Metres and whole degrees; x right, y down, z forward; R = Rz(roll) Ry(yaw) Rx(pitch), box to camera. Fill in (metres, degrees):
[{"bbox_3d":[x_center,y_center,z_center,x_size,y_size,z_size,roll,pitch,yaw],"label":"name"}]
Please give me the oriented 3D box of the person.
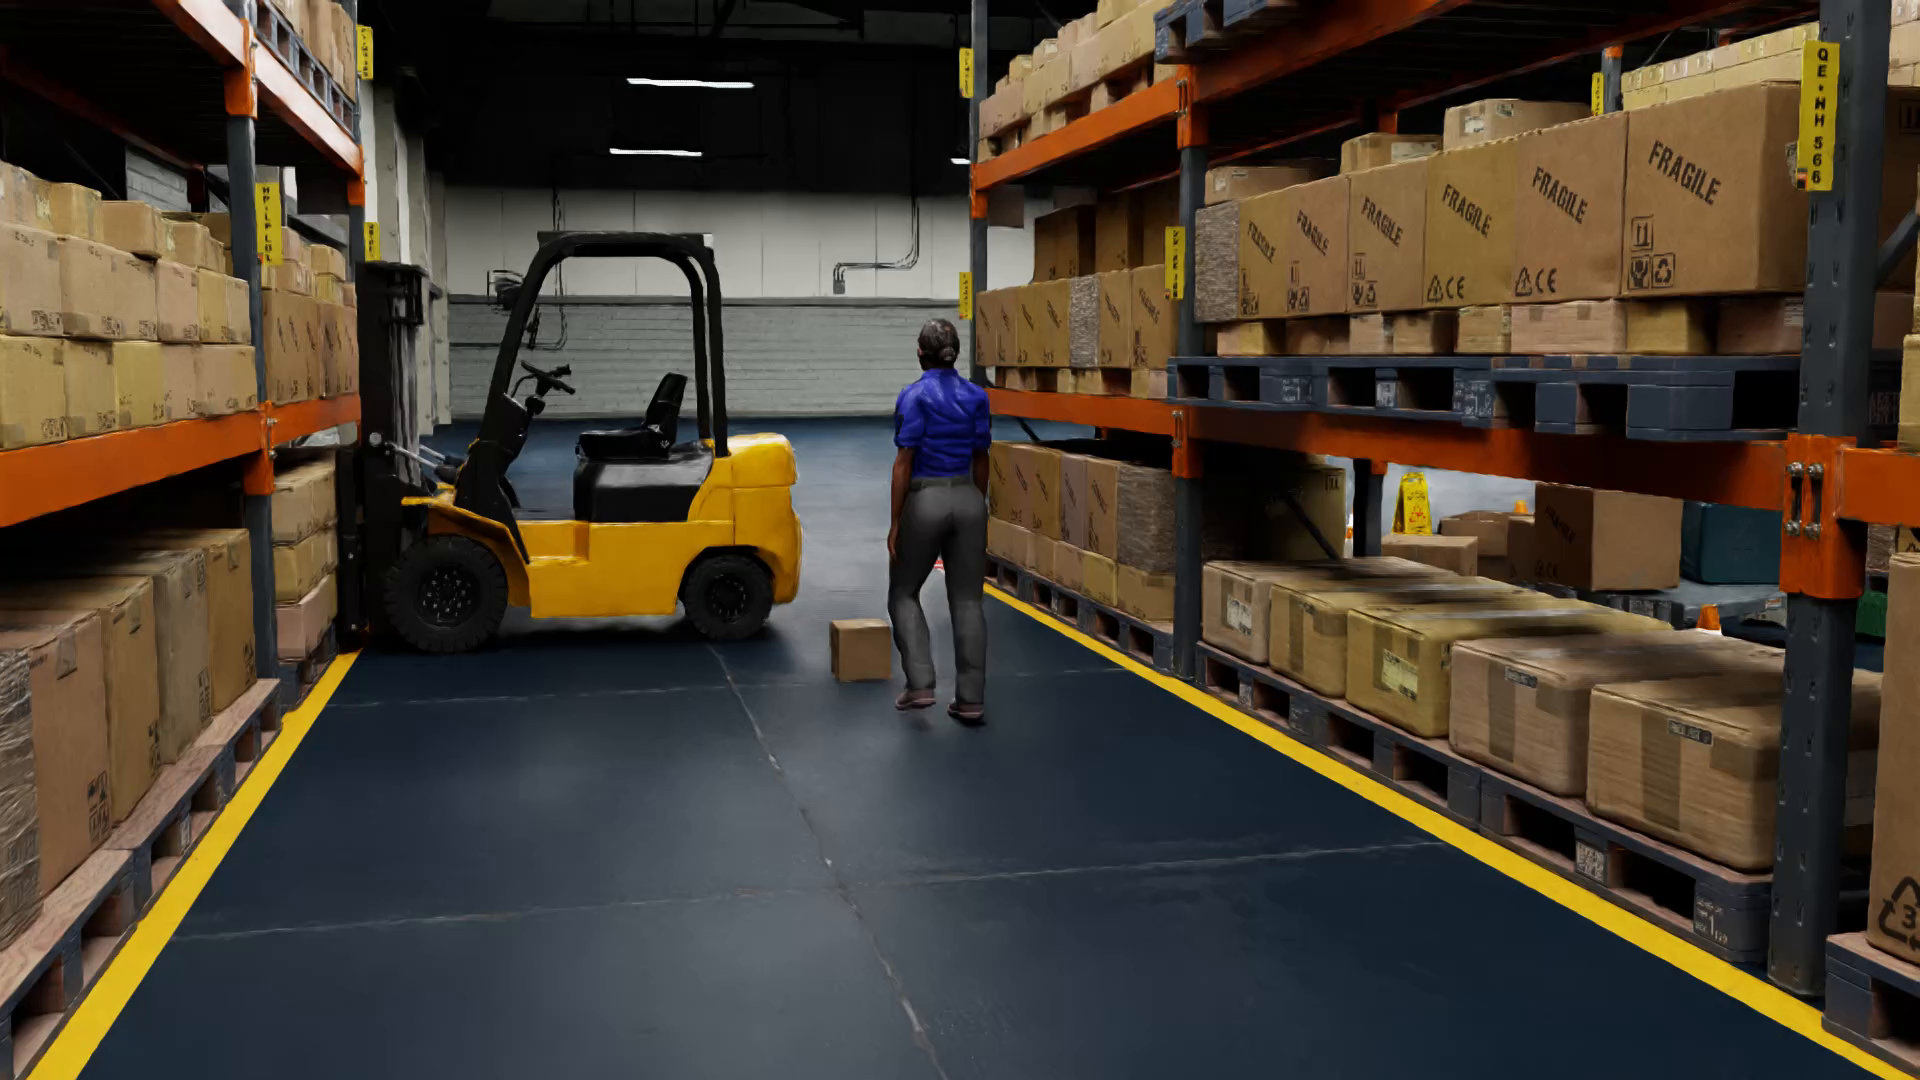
[{"bbox_3d":[-0.094,-0.086,6.875,0.490,1.652,0.403,-3,7,-26],"label":"person"}]
